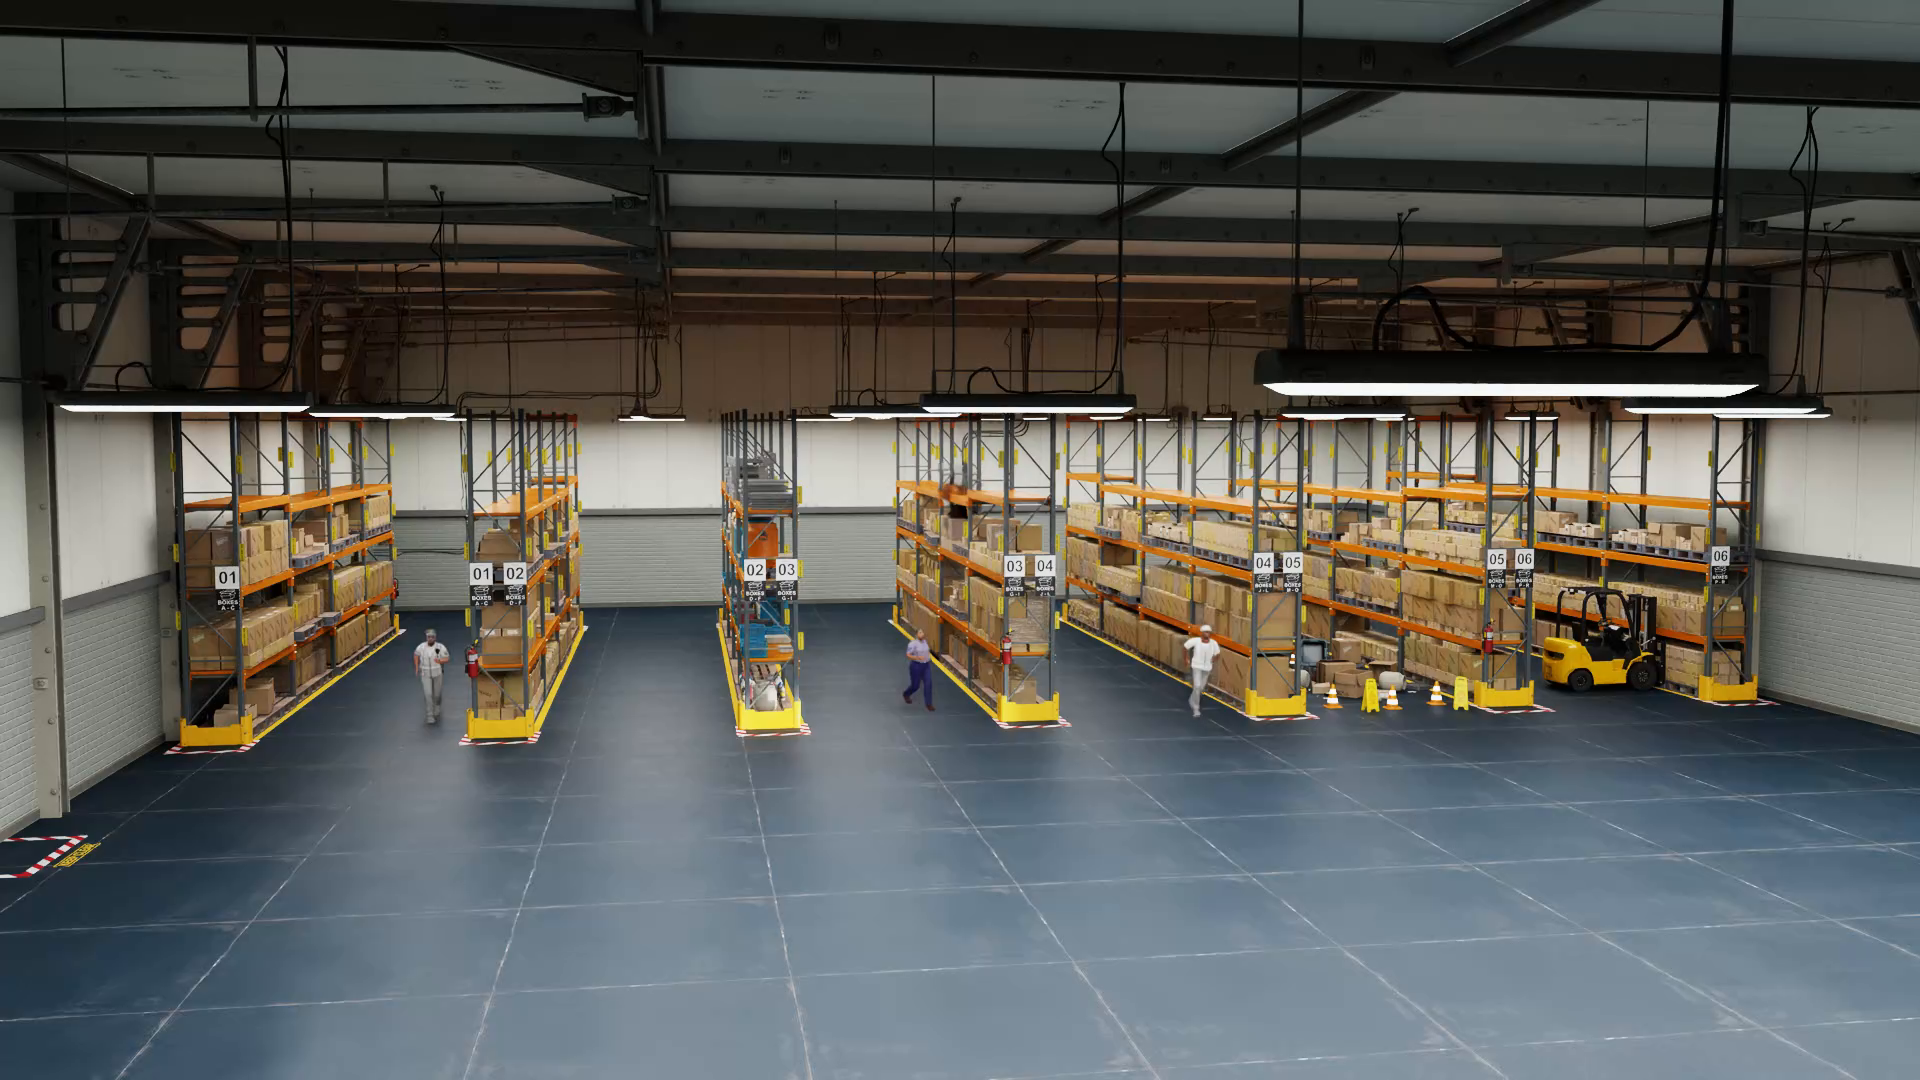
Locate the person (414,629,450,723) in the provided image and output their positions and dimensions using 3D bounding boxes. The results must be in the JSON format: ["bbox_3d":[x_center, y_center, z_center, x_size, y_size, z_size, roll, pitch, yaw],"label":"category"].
[{"bbox_3d":[-10.166,2.583,32.019,0.663,1.758,0.951,-1,4,-16],"label":"person"}]

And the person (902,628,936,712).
[{"bbox_3d":[-0.814,2.666,33.311,0.610,1.466,0.920,-3,5,-37],"label":"person"}]

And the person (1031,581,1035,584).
[{"bbox_3d":[1.967,1.665,47.267,0.556,1.528,0.650,0,4,-2],"label":"person"}]

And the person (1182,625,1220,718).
[{"bbox_3d":[4.796,2.553,32.910,0.729,1.770,0.935,-1,4,-12],"label":"person"}]
